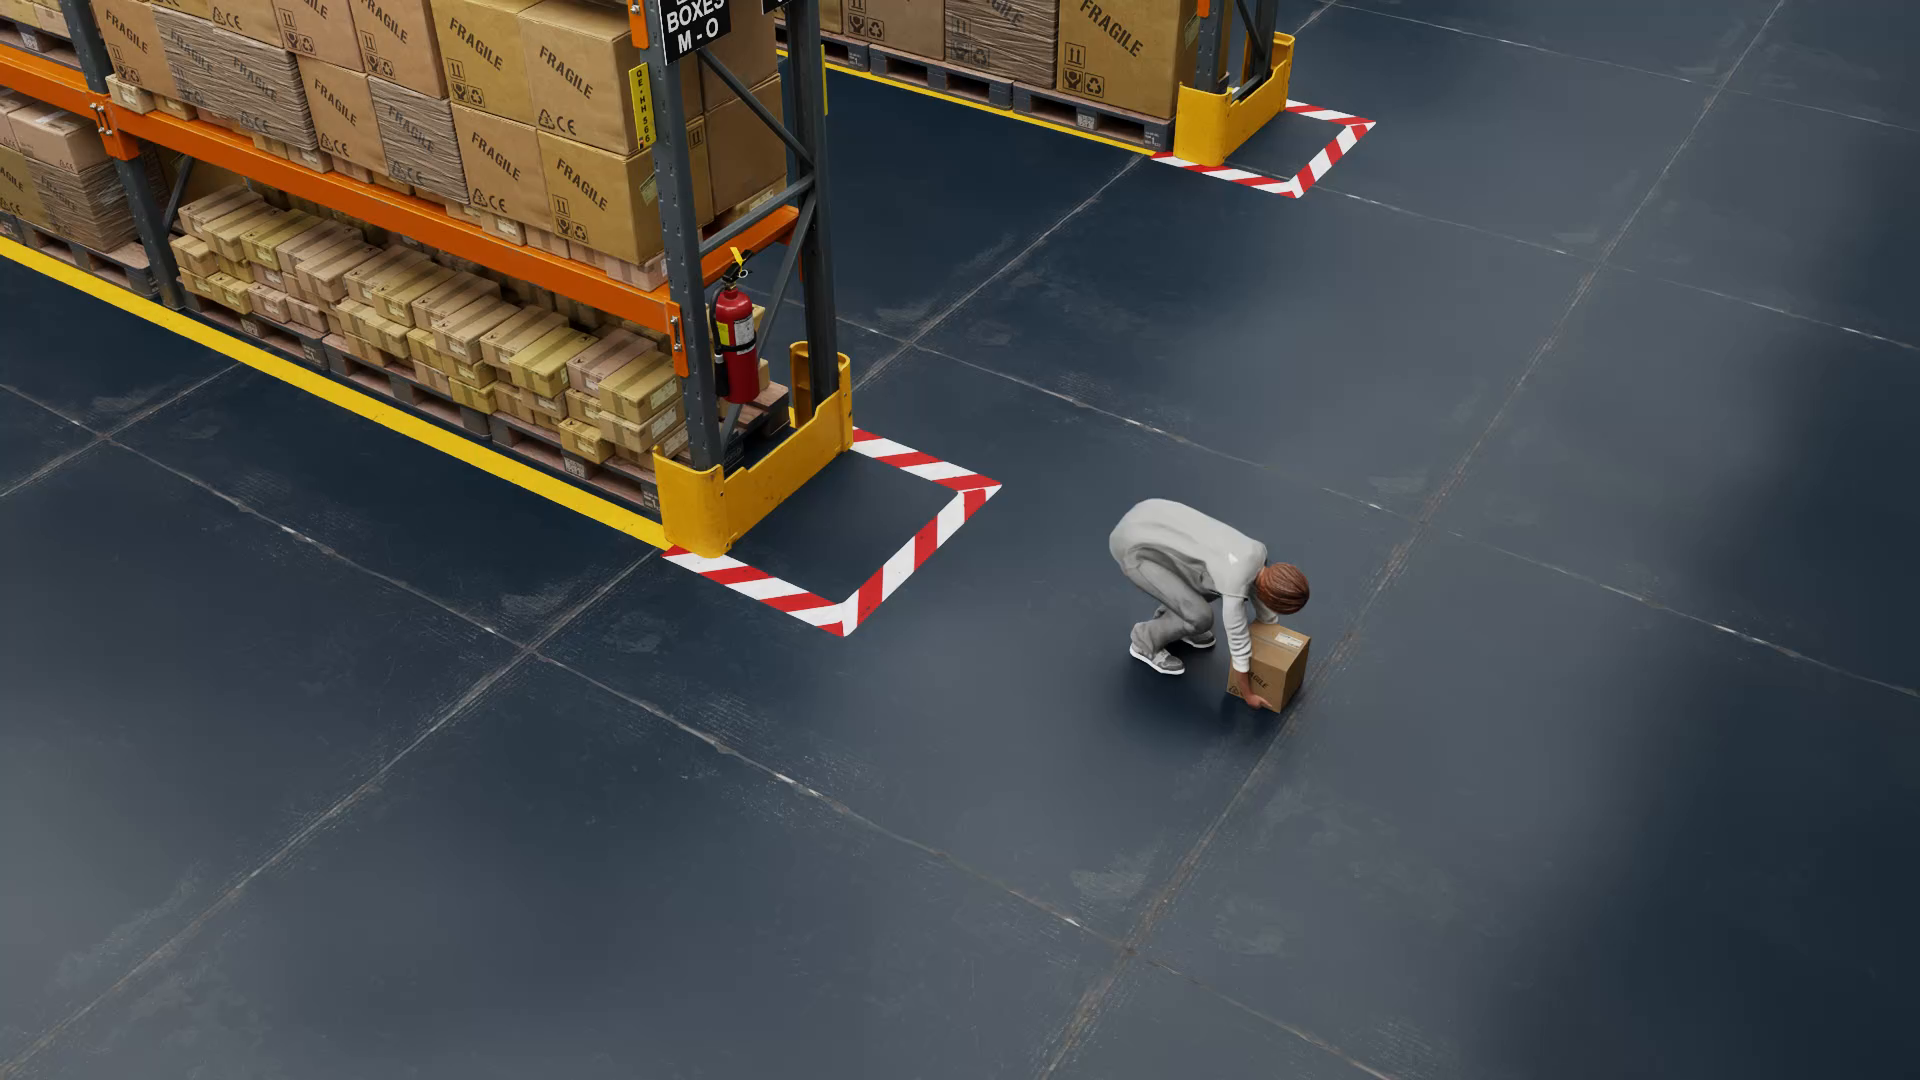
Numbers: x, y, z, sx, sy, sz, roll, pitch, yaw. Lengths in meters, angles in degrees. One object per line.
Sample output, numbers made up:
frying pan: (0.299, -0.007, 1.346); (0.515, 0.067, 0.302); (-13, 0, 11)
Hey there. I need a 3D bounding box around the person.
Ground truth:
person: (1.044, 0.241, 7.073); (0.871, 0.779, 0.422); (20, 43, 23)
